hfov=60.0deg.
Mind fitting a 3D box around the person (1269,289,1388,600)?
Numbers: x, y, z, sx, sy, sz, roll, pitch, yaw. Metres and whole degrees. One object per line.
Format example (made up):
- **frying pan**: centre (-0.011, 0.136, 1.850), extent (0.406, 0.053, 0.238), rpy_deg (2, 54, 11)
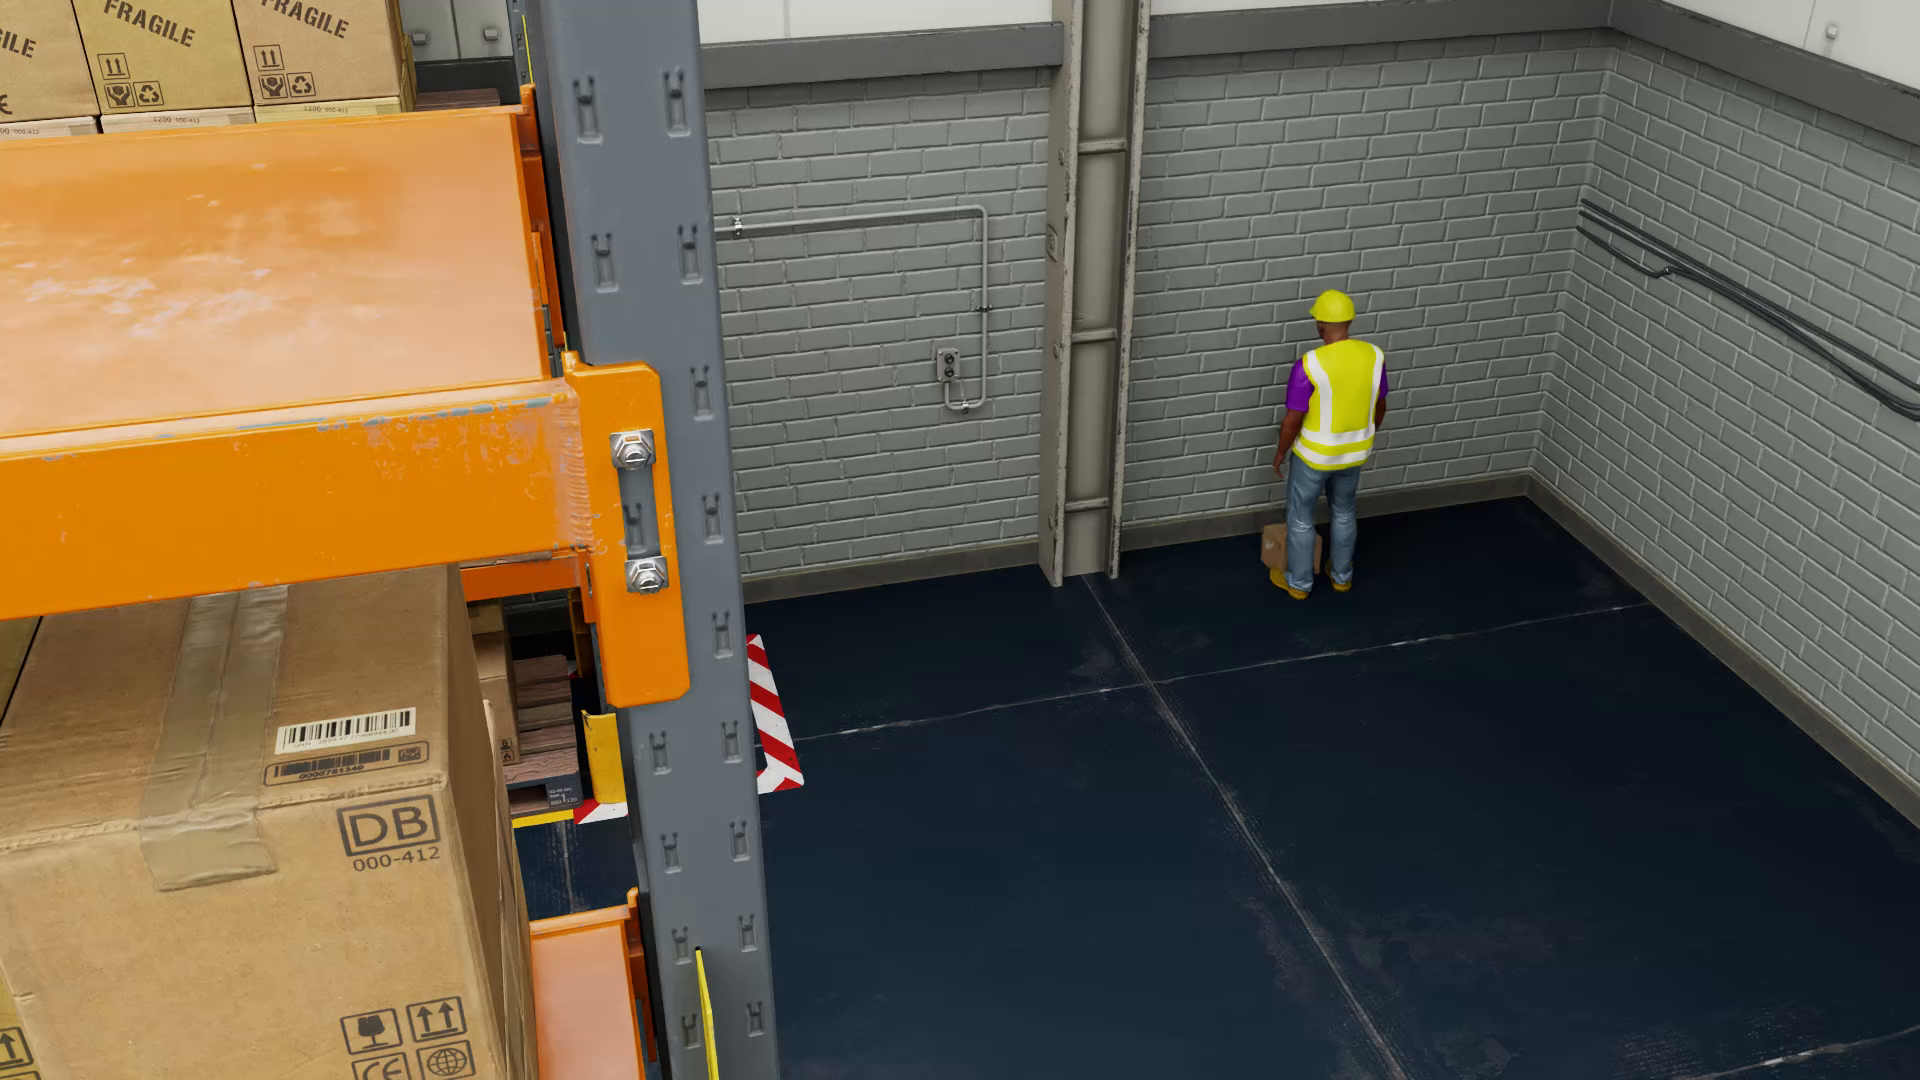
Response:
- **person**: centre (1.977, -0.497, 8.972), extent (0.609, 1.758, 0.452), rpy_deg (-9, 31, -15)
